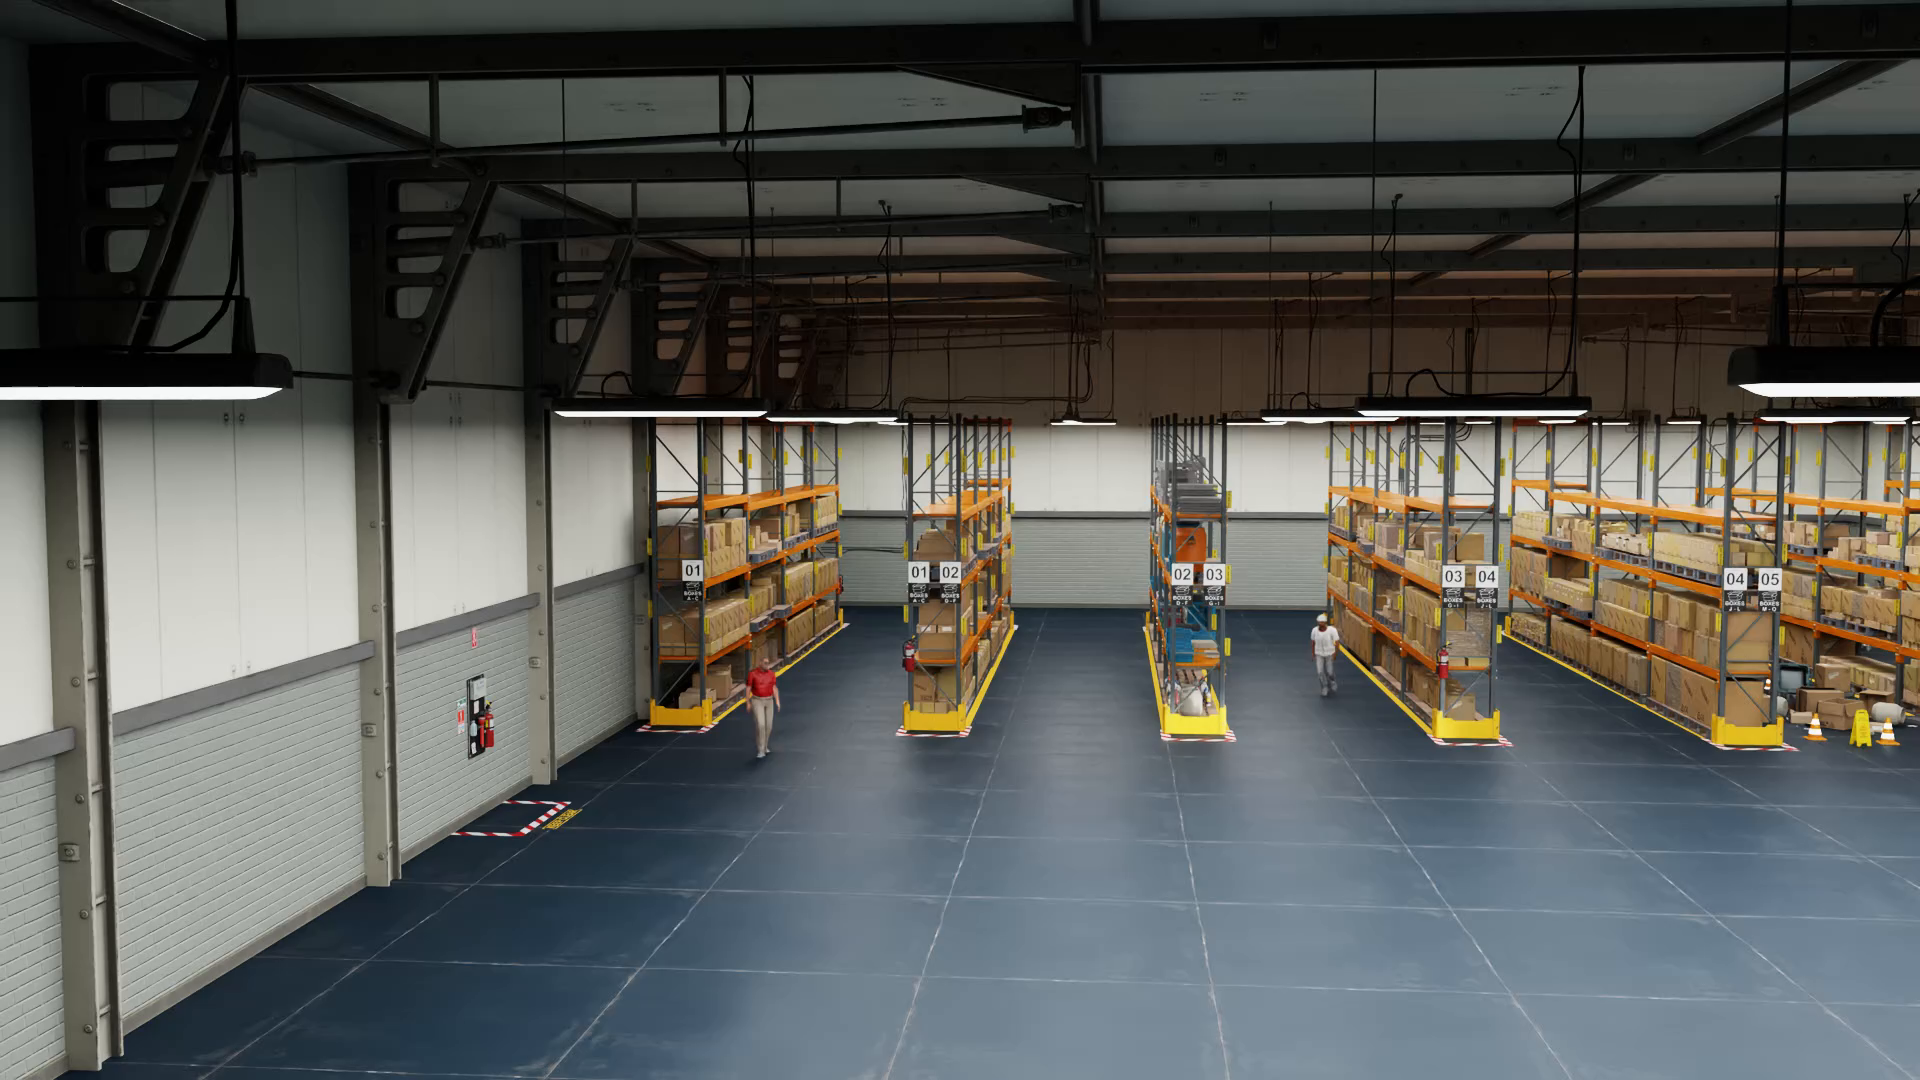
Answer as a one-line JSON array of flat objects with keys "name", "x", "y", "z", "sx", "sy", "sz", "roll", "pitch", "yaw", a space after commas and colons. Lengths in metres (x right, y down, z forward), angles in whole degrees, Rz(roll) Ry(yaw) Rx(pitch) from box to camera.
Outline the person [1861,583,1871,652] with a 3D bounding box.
[{"name": "person", "x": 23.085, "y": 1.957, "z": 42.526, "sx": 0.559, "sy": 1.760, "sz": 0.493, "roll": -2, "pitch": 4, "yaw": -24}]

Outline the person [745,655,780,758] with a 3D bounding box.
[{"name": "person", "x": -3.417, "y": 2.929, "z": 29.137, "sx": 0.562, "sy": 1.789, "sz": 0.594, "roll": -3, "pitch": 5, "yaw": -35}]

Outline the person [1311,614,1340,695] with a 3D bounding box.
[{"name": "person", "x": 7.875, "y": 2.451, "z": 35.799, "sx": 0.627, "sy": 1.733, "sz": 0.707, "roll": 2, "pitch": 4, "yaw": 25}]
